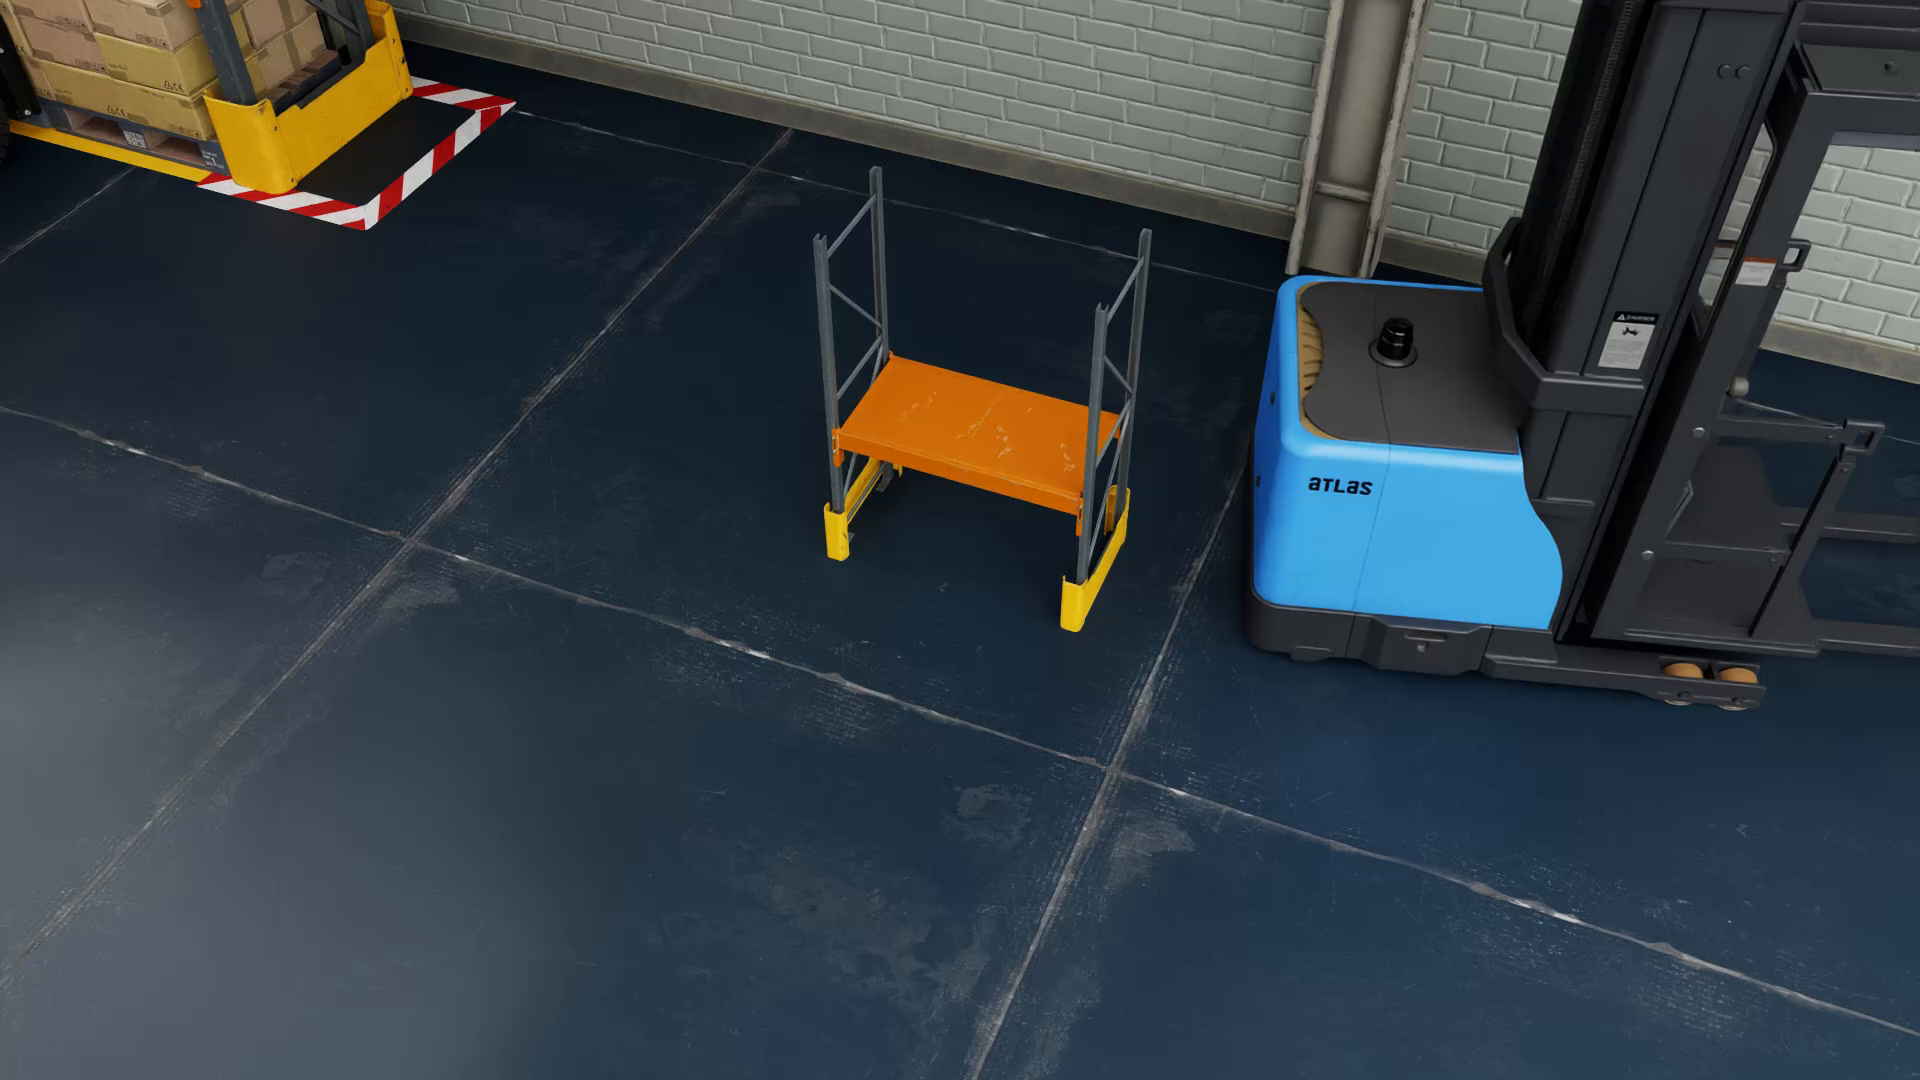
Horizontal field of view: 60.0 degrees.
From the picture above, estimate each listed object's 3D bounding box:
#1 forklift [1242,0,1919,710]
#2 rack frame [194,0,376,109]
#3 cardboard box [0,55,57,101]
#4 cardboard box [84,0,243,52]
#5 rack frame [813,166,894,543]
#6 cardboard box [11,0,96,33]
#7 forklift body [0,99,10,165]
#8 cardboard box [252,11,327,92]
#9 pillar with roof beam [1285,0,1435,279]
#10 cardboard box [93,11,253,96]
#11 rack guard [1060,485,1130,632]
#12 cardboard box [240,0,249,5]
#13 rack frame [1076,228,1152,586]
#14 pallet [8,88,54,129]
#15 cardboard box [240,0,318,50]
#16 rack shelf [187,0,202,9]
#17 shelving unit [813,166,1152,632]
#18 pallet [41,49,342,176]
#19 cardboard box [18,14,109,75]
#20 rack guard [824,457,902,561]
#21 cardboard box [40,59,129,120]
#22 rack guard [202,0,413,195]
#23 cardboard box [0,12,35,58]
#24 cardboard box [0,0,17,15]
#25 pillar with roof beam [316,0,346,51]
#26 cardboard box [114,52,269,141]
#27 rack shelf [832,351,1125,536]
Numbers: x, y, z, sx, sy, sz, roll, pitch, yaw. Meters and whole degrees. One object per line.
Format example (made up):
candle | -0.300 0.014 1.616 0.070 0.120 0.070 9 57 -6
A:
forklift | 2.628 -0.813 5.489 3.031 2.935 1.130 5 45 5
rack frame | -3.429 -3.255 7.895 0.127 3.000 1.000 16 47 16
cardboard box | -4.898 -2.634 8.923 0.500 0.250 0.500 17 47 16
cardboard box | -3.974 -2.706 8.286 0.500 0.250 0.500 18 48 17
rack frame | -0.390 -0.647 6.336 0.032 1.500 0.500 16 47 16
cardboard box | -4.448 -2.841 8.421 0.500 0.250 0.500 17 47 17
forklift body | -5.882 -2.282 7.518 1.214 2.155 2.313 16 47 16
cardboard box | -3.807 -2.690 8.979 0.500 0.250 0.500 17 47 16
pillar with roof beam | 0.155 -1.726 2.105 0.400 9.000 9.100 16 47 16
cardboard box | -3.999 -2.535 8.469 0.500 0.250 0.500 16 47 15
rack guard | 0.530 0.067 6.505 0.087 0.250 0.587 16 47 16
cardboard box | -3.800 -3.038 8.619 0.500 0.250 0.500 16 47 15
rack frame | 0.548 -0.370 6.059 0.032 1.500 0.500 16 47 16
pallet | -5.273 -2.779 9.394 1.213 0.211 1.003 16 47 16
cardboard box | -3.783 -2.869 8.805 0.500 0.250 0.500 17 47 17
rack shelf | -5.275 -3.543 8.695 4.000 0.370 1.077 16 47 16
shelving unit | 0.070 -0.511 6.200 1.083 1.500 0.587 16 47 16
pallet | -4.151 -2.447 9.060 1.213 0.211 1.003 16 47 16
cardboard box | -4.458 -2.678 8.613 0.500 0.250 0.500 16 47 15
rack guard | -0.389 -0.203 6.777 0.087 0.250 0.587 16 47 16
cardboard box | -4.440 -2.492 8.780 0.500 0.250 0.500 16 47 16
rack guard | -3.407 -2.363 8.770 0.348 0.500 1.175 16 47 16
cardboard box | -4.942 -2.805 8.740 0.500 0.250 0.500 15 47 15
cardboard box | -4.917 -2.971 8.552 0.500 0.250 0.500 17 47 16
pillar with roof beam | -5.382 -3.355 3.742 0.400 9.000 9.100 16 47 16
cardboard box | -3.985 -2.351 8.638 0.500 0.250 0.500 17 47 16
rack shelf | 0.079 -0.381 6.325 1.000 0.185 0.538 16 47 16
